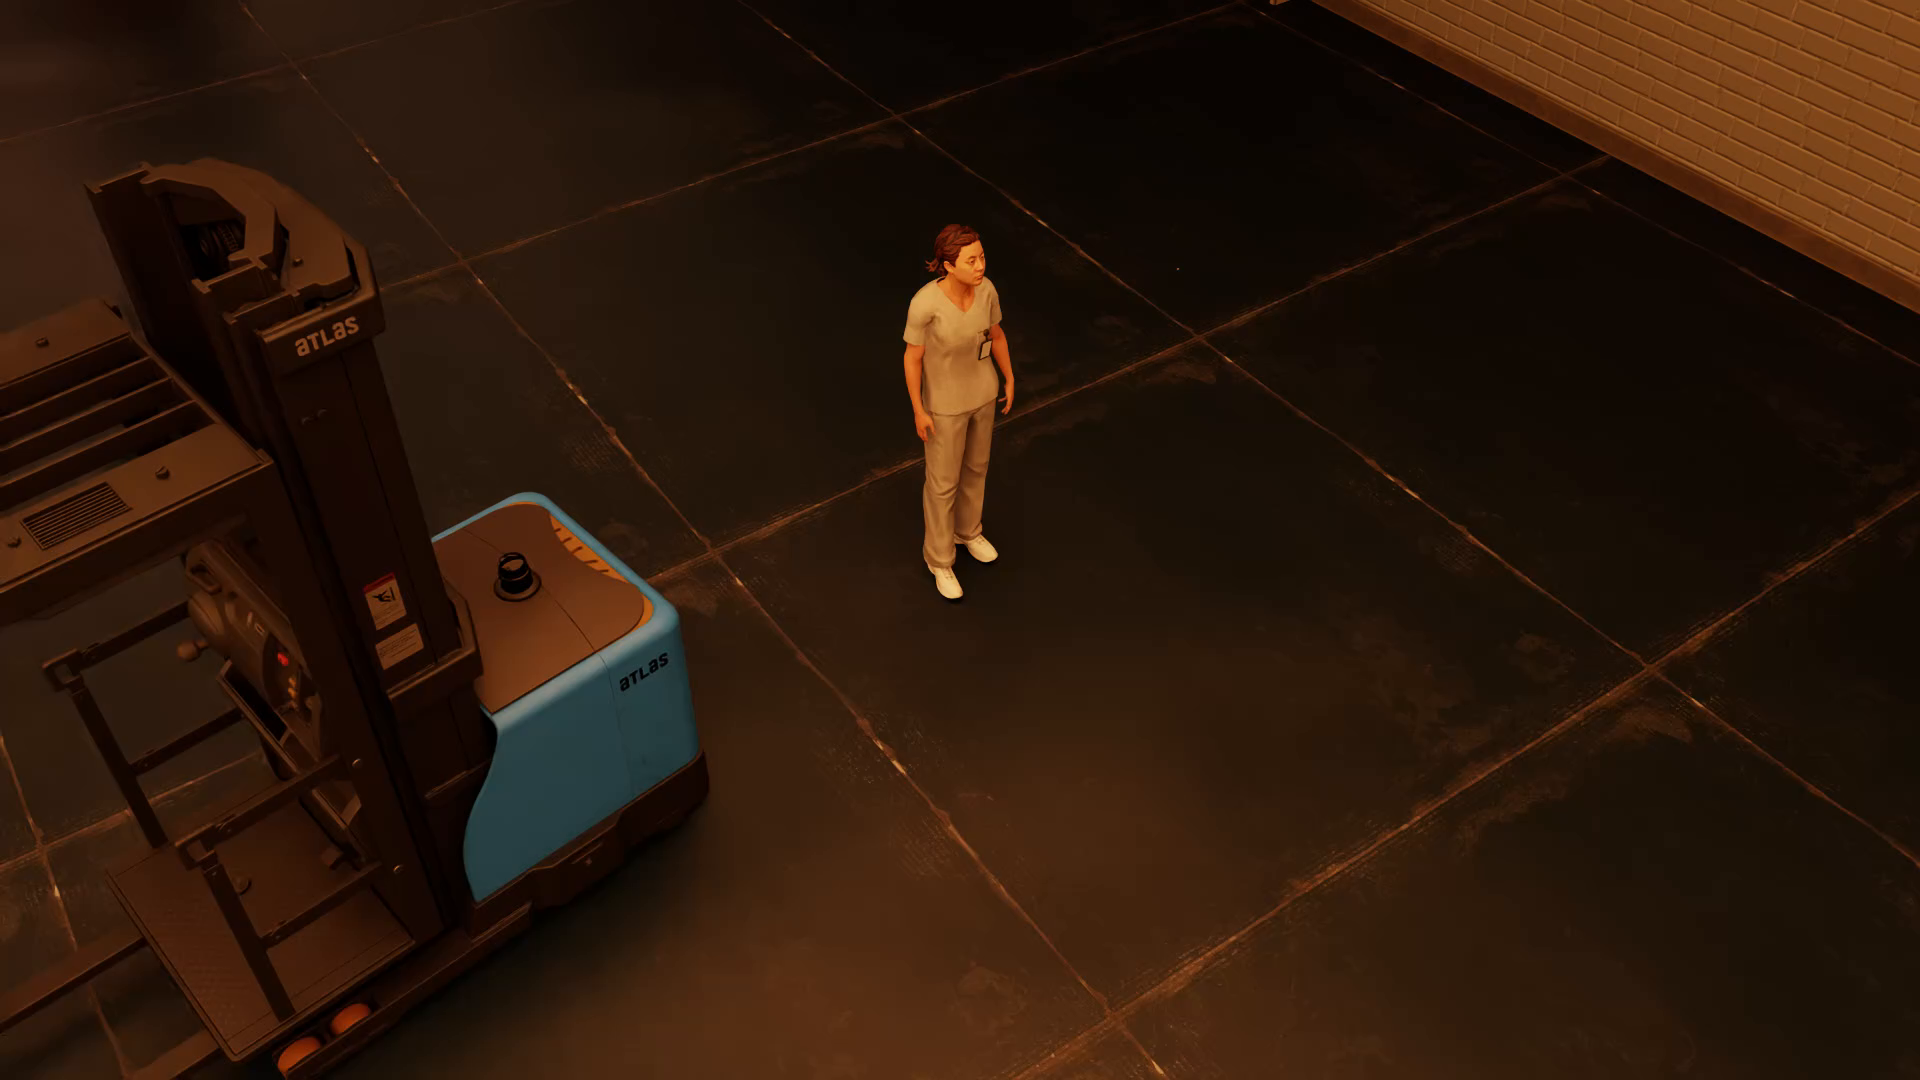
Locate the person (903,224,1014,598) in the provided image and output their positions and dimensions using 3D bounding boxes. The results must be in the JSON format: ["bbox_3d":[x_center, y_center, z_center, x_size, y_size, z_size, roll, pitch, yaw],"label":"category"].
[{"bbox_3d":[0.031,-0.575,7.255,0.549,1.673,0.548,-25,48,-25],"label":"person"}]

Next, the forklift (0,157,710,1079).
[{"bbox_3d":[-2.423,0.422,5.258,3.031,2.935,1.130,-33,52,-30],"label":"forklift"}]
